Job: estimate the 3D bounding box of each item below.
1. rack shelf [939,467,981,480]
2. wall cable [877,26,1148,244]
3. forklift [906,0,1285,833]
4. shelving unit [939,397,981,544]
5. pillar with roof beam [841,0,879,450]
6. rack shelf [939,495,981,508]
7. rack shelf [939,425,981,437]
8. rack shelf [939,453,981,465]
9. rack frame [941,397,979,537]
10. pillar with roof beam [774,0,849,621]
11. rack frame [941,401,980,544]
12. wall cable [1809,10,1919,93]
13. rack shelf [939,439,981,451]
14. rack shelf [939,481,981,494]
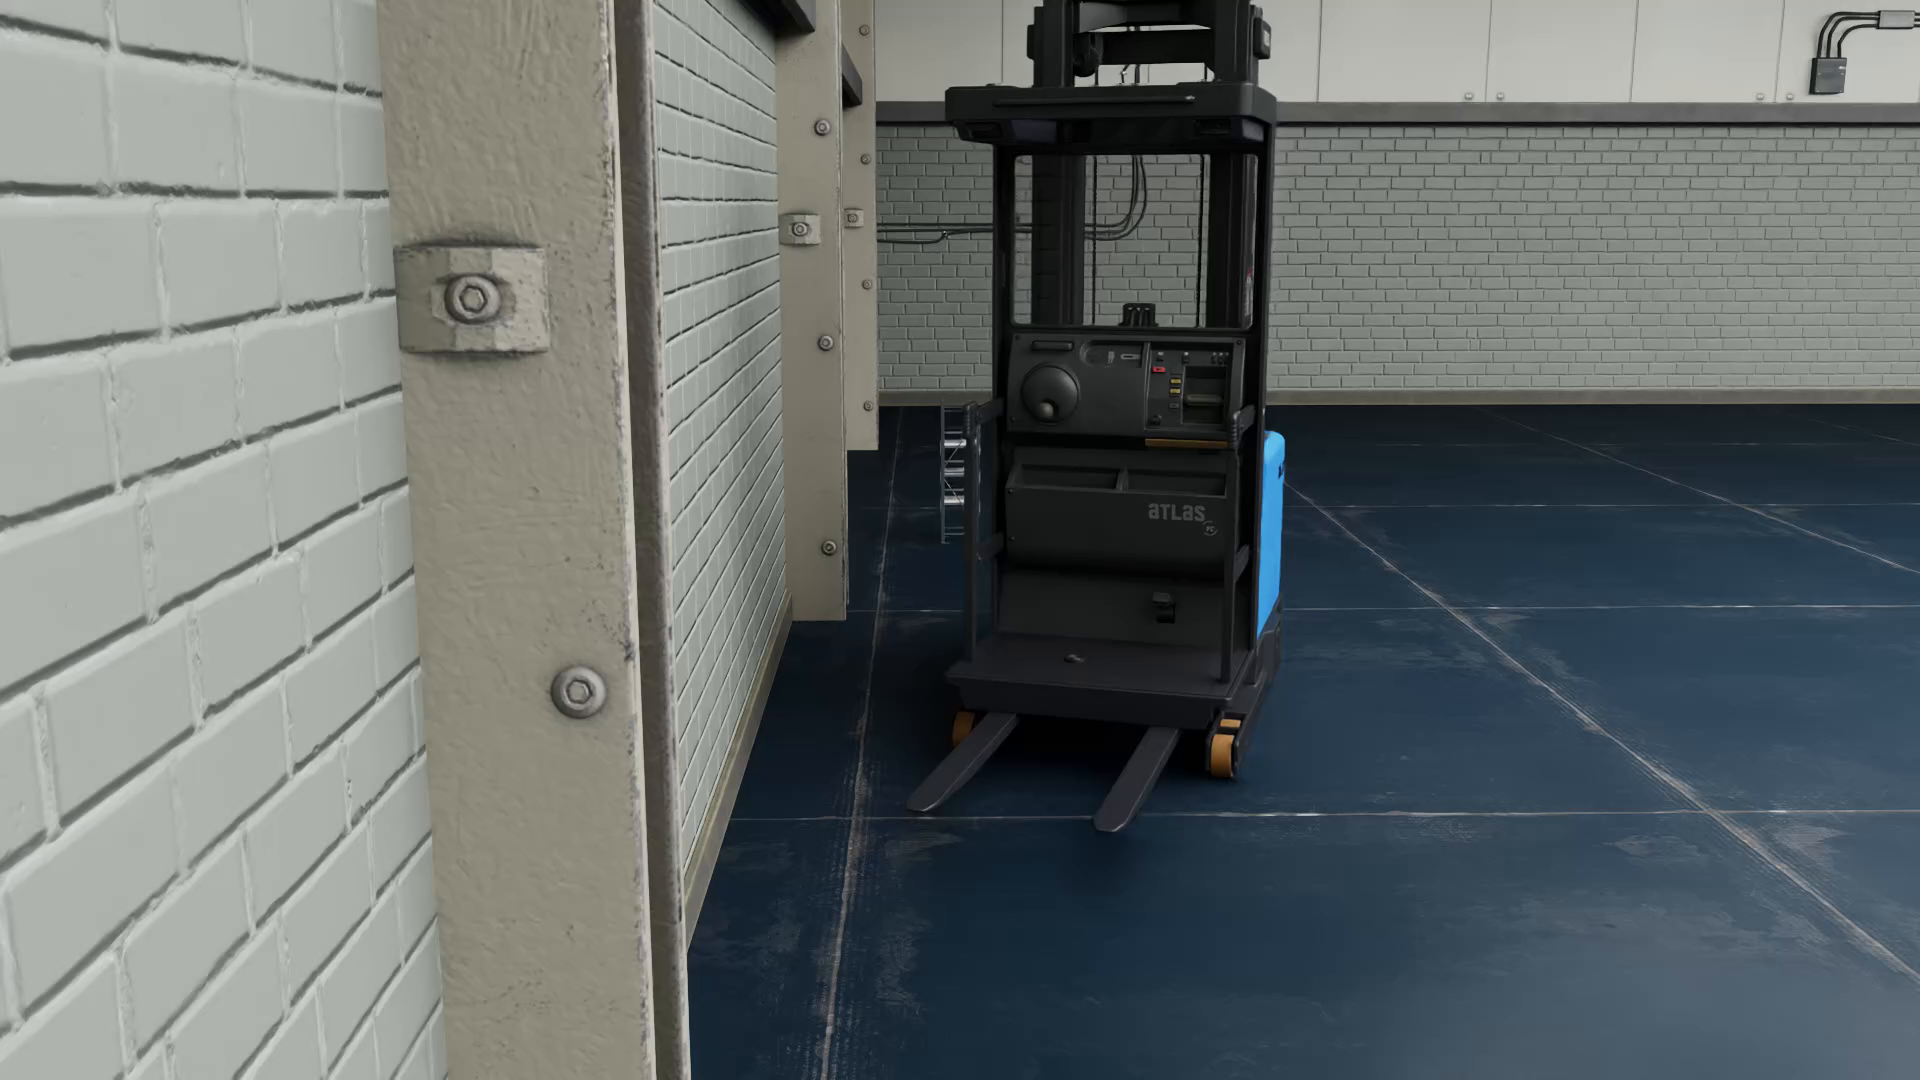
[{"bbox_3d":[0.000,-0.407,10.468,0.258,0.077,0.200,0,11,-1],"label":"rack shelf"},{"bbox_3d":[0.391,-4.299,16.925,3.097,2.526,0.112,0,11,-1],"label":"wall cable"},{"bbox_3d":[0.588,-0.637,6.328,1.130,2.935,3.031,3,12,16],"label":"forklift"},{"bbox_3d":[0.000,-0.439,10.462,0.258,0.900,0.210,0,11,-1],"label":"shelving unit"},{"bbox_3d":[3.434,-5.247,13.790,9.100,9.000,0.400,0,11,-1],"label":"pillar with roof beam"},{"bbox_3d":[0.000,-0.230,10.504,0.258,0.077,0.200,0,11,-1],"label":"rack shelf"},{"bbox_3d":[0.000,-0.671,10.415,0.258,0.077,0.200,0,11,-1],"label":"rack shelf"},{"bbox_3d":[0.000,-0.495,10.450,0.258,0.077,0.200,0,11,-1],"label":"rack shelf"},{"bbox_3d":[-0.002,-0.460,10.561,0.240,0.900,0.006,0,11,-1],"label":"rack frame"},{"bbox_3d":[3.558,-4.054,7.911,9.100,9.000,0.400,0,11,-1],"label":"pillar with roof beam"},{"bbox_3d":[0.002,-0.419,10.362,0.240,0.900,0.006,0,11,-1],"label":"rack frame"},{"bbox_3d":[9.883,-7.523,16.455,2.305,6.003,0.169,0,11,-1],"label":"wall cable"},{"bbox_3d":[0.000,-0.583,10.433,0.258,0.077,0.200,0,11,-1],"label":"rack shelf"},{"bbox_3d":[0.000,-0.319,10.486,0.258,0.077,0.200,0,11,-1],"label":"rack shelf"}]
